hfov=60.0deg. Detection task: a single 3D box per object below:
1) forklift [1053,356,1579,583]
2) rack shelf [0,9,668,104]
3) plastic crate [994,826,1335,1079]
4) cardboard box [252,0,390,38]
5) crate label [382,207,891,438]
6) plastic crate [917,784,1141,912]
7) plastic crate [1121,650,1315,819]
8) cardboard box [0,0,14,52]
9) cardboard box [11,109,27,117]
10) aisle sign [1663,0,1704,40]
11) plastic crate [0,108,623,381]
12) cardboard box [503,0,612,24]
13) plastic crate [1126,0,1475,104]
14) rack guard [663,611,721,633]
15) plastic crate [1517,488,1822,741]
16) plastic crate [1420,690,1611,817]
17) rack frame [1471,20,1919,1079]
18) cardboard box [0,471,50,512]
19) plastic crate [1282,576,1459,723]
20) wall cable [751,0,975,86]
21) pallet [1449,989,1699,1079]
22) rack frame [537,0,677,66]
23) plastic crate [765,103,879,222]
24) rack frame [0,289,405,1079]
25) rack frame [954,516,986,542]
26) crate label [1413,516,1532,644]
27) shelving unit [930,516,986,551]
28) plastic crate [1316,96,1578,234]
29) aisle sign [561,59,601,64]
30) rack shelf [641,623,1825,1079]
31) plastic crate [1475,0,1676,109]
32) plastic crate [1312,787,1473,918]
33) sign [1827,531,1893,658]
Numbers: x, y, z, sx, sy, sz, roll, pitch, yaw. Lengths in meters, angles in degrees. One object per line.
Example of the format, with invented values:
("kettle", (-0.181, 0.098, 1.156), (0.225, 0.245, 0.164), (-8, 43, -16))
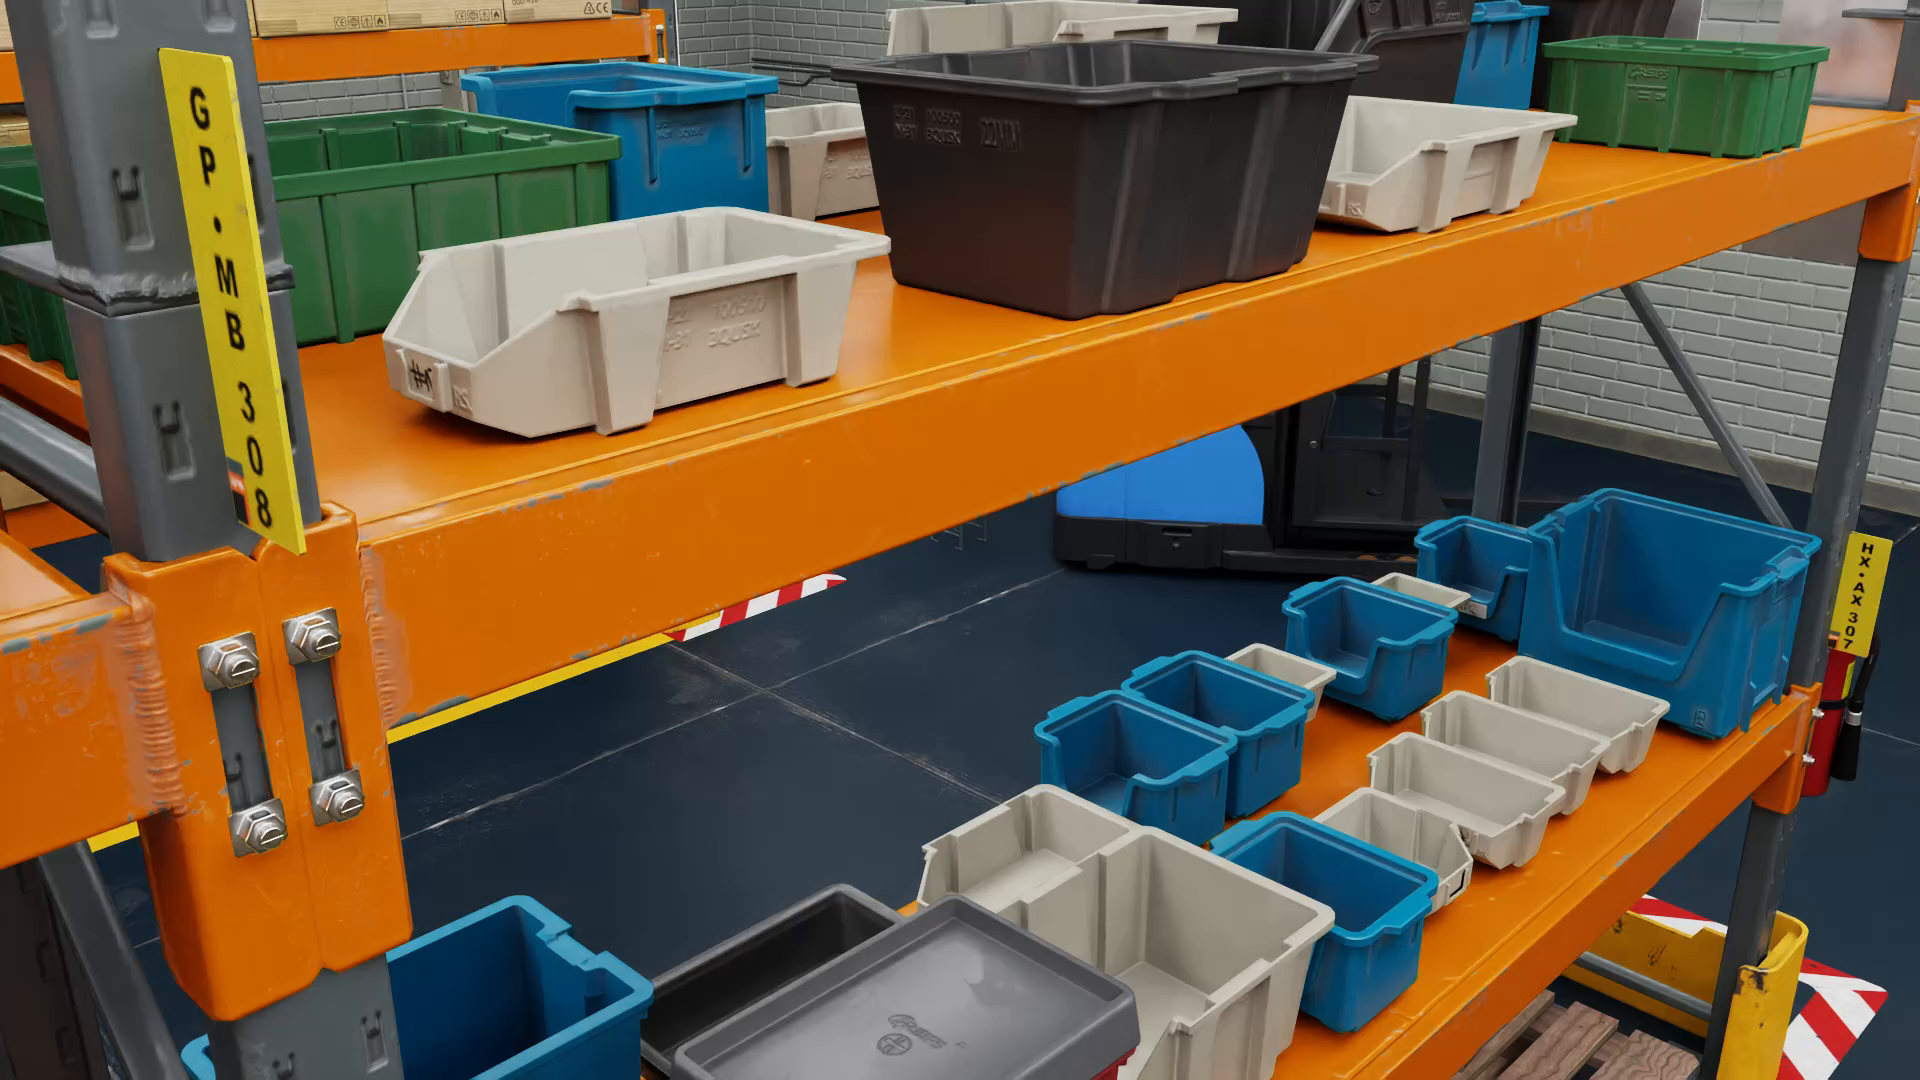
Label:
("forklift", (2.042, -1.317, 8.417), (3.031, 2.935, 1.130), (3, 21, 7))
("rack shelf", (-3.024, -1.706, 6.155), (1.077, 0.370, 4.000), (19, 28, 41))
("plastic crate", (0.325, 0.794, 2.910), (0.437, 0.282, 0.530), (19, 28, 41))
("cardboard box", (-2.494, -2.031, 6.205), (0.500, 0.250, 0.500), (19, 28, 41))
("crate label", (-0.324, -0.218, 1.647), (0.293, 0.136, 0.466), (19, 28, 41))
("plastic crate", (0.127, 0.685, 3.395), (0.293, 0.136, 0.466), (19, 28, 41))
("plastic crate", (0.591, 0.454, 3.862), (0.416, 0.233, 0.300), (19, 28, 41))
("cardboard box", (-3.201, -1.777, 5.544), (0.500, 0.250, 0.500), (19, 28, 41))
("cardboard box", (-5.529, -2.401, 10.723), (0.700, 0.700, 0.980), (-19, 28, -40))
("aisle sign", (1.755, -1.222, 4.449), (0.394, 0.787, 0.004), (19, 28, 41))
("plastic crate", (-0.794, -0.373, 1.978), (0.450, 0.188, 0.662), (19, 28, 41))
("cardboard box", (-1.798, -2.288, 6.875), (0.500, 0.250, 0.500), (19, 28, 41))
("plastic crate", (0.655, -0.963, 3.304), (0.504, 0.338, 0.767), (19, 28, 41))
("rack guard", (-1.682, 0.030, 8.299), (1.175, 0.500, 0.348), (19, 28, 41))
("plastic crate", (1.818, 0.173, 4.311), (0.616, 0.435, 0.499), (19, 28, 41))
("plastic crate", (1.266, 0.505, 3.862), (0.396, 0.136, 0.243), (19, 28, 41))
("rack frame", (1.918, 0.085, 4.674), (1.000, 3.000, 0.127), (19, 28, 41))
("cardboard box", (-3.513, -0.370, 5.716), (0.500, 0.500, 0.500), (-20, 28, -41))
("plastic crate", (1.051, 0.285, 4.302), (0.416, 0.233, 0.300), (19, 28, 41))
("wall cable", (-0.979, -5.110, 14.155), (3.097, 2.526, 0.112), (19, 28, 41))
("pallet", (1.315, 1.588, 4.648), (1.003, 0.211, 1.213), (19, 28, 41))
("rack frame", (-1.629, -1.156, 7.902), (1.000, 3.000, 0.127), (19, 28, 41))
("plastic crate", (-0.258, -0.586, 2.606), (0.293, 0.136, 0.466), (19, 28, 41))
("rack frame", (-0.873, 1.113, 1.998), (1.000, 3.000, 0.127), (19, 28, 41))
("rack frame", (0.054, -0.580, 8.911), (0.240, 1.200, 0.006), (19, 28, 41))
("crate label", (1.510, 0.116, 4.742), (0.416, 0.233, 0.303), (19, 28, 41))
("shelving unit", (-0.010, -0.556, 8.850), (0.258, 1.200, 0.189), (19, 28, 41))
("plastic crate", (0.654, -0.599, 2.639), (0.437, 0.136, 0.530), (19, 28, 41))
("aisle sign", (-1.791, -2.461, 7.672), (0.394, 0.787, 0.004), (19, 28, 41))
("rack shelf", (0.523, 0.934, 3.465), (1.077, 0.370, 4.000), (19, 28, 41))
("plastic crate", (1.450, -1.225, 4.083), (0.497, 0.269, 0.590), (19, 28, 41))
("plastic crate", (0.896, 0.664, 3.450), (0.298, 0.136, 0.250), (19, 28, 41))
("sign", (2.323, 0.142, 4.297), (0.100, 0.325, 0.005), (19, 28, 41))
